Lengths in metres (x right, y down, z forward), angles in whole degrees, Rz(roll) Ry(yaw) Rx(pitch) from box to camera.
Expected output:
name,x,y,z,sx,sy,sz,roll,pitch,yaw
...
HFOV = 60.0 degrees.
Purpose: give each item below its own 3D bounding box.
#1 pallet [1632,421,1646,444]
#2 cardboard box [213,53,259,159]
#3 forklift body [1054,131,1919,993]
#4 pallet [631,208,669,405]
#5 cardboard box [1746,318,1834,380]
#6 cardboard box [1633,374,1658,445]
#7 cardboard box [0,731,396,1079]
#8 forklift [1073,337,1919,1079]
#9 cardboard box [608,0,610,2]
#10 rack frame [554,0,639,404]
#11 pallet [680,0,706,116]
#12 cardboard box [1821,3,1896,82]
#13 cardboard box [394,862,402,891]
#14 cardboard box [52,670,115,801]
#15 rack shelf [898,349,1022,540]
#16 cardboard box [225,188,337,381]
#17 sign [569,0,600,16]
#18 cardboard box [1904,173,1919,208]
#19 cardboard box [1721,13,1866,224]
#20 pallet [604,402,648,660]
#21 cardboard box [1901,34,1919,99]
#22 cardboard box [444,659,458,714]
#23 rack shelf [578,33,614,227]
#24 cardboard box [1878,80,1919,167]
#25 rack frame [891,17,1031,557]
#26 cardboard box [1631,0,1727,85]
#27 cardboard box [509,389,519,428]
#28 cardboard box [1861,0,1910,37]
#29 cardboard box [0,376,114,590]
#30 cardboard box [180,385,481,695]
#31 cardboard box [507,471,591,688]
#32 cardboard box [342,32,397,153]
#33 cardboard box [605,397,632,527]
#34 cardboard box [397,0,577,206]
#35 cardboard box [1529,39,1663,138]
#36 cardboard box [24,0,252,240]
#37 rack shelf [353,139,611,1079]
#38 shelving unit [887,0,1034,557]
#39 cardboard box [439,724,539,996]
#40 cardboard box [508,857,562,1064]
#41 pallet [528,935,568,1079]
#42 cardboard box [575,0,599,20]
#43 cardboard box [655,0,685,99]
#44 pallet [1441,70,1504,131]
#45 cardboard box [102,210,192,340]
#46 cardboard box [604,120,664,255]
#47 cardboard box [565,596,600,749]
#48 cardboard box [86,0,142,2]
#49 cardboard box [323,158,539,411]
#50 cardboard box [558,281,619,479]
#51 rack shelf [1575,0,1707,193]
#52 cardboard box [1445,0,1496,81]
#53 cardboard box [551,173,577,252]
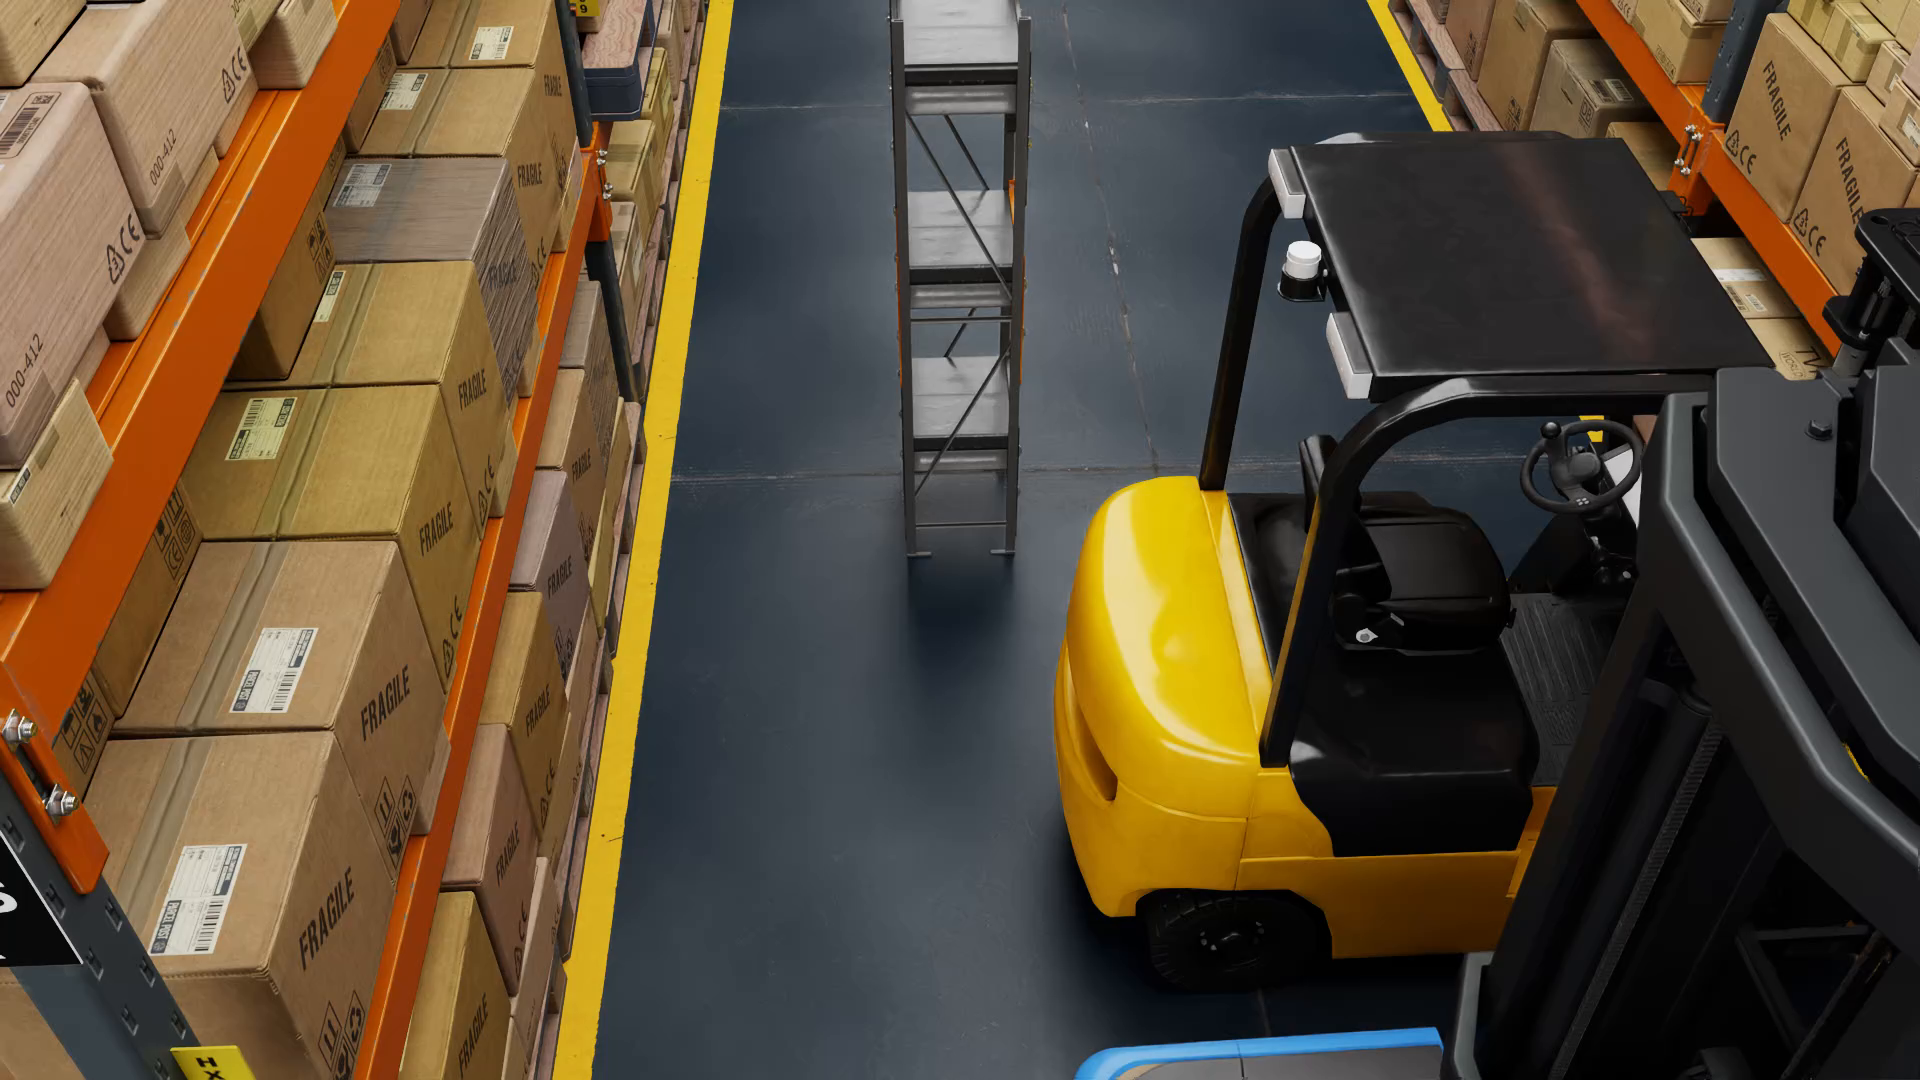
name,x,y,z,sx,sy,sz,roll,pitch,yaw
pallet,3.162,-0.103,6.206,1.003,0.211,1.213,-2,43,-2
cardboard box,-1.437,-0.770,2.836,0.380,0.149,0.250,-3,43,-3
forklift body,1.436,0.117,4.531,2.313,2.155,1.214,-2,43,-2
pallet,-1.824,-1.022,7.208,1.003,0.211,1.213,-2,43,-2
cardboard box,2.888,-0.498,5.557,0.500,0.250,0.500,-2,43,-2
cardboard box,2.859,-0.474,6.271,0.500,0.250,0.500,-1,43,-1
cardboard box,-1.363,0.702,2.970,0.500,0.500,0.500,-2,43,-2
forklift,1.761,1.041,2.946,3.031,2.935,1.130,-3,43,-3
cardboard box,-1.499,-2.137,6.237,0.380,0.149,0.250,-1,43,-1
rack frame,-1.789,-1.524,5.693,1.000,3.000,0.127,-2,43,-2
pallet,-1.928,-2.669,9.005,1.003,0.211,1.213,-2,43,-2
cardboard box,2.933,-1.547,5.164,0.380,0.149,0.250,-1,43,-1
cardboard box,-1.382,0.682,3.472,0.380,0.149,0.250,-3,43,-3
cardboard box,-1.859,0.323,2.644,0.700,0.500,0.500,-3,43,-3
rack shelf,-0.007,-0.360,6.145,0.431,0.518,0.480,-2,43,-2
cardboard box,-1.880,-0.701,3.761,0.700,0.500,0.500,-2,43,-2
sign,-1.248,-1.864,5.423,0.100,0.325,0.005,-2,43,-2
cardboard box,2.989,-0.706,4.726,0.500,0.500,0.500,-2,43,-2
cardboard box,2.928,-1.399,5.482,0.500,0.500,0.500,-3,43,-3
pallet,-1.726,-0.044,6.141,1.003,0.211,1.213,-2,43,-2
cardboard box,2.916,-1.308,4.683,0.380,0.149,0.250,-1,43,-1
cardboard box,-1.392,0.336,3.849,0.380,0.149,0.250,-1,43,-1
rack shelf,-1.874,-2.609,7.409,1.077,0.370,4.000,-2,43,-2
cardboard box,2.908,-1.204,4.789,0.380,0.149,0.250,-1,43,-1
rack frame,0.003,-0.721,5.483,0.400,2.100,0.015,-2,43,-2
cardboard box,2.887,-1.946,6.264,0.500,0.250,0.500,-1,43,-1
cardboard box,-1.444,-0.364,4.613,0.380,0.149,0.250,-2,43,-3
cardboard box,3.006,-1.657,5.064,0.380,0.149,0.250,-1,43,-1
cardboard box,-1.309,-0.070,2.072,0.380,0.149,0.250,-2,43,-2
cardboard box,-1.411,0.009,3.727,0.500,0.500,0.500,-2,43,-3
cardboard box,-1.450,0.138,5.049,0.500,0.500,0.500,0,43,0
cardboard box,-1.988,-1.390,4.513,0.700,0.500,0.500,-1,43,-2
cardboard box,-1.496,-0.274,6.053,0.500,0.250,0.500,0,43,0
cardboard box,-1.522,-1.378,5.239,0.500,0.500,0.500,-3,43,-3
cardboard box,3.111,-1.824,7.467,0.875,0.625,0.625,-2,43,-2
cardboard box,-1.386,-0.671,2.433,0.500,0.250,0.500,-2,43,-2
rack shelf,-1.704,0.091,4.463,1.077,0.370,4.000,-2,43,-2
shelving unit,-0.007,-0.886,5.662,0.431,2.100,0.503,-2,43,-2
cardboard box,-1.406,0.837,4.286,0.500,0.500,0.500,-3,43,-3
cardboard box,-1.392,1.138,4.513,0.500,0.250,0.500,0,43,0
pallet,-1.622,1.604,4.344,1.003,0.211,1.213,-2,43,-2
cardboard box,-1.523,-2.150,5.771,0.500,0.500,0.500,-1,43,-1
cardboard box,-1.906,-2.531,8.425,0.950,0.372,0.625,-2,43,-3
pallet,3.045,-1.963,8.235,1.003,0.211,1.213,-2,43,-2
cardboard box,-1.387,-0.425,2.459,0.380,0.149,0.250,-1,43,-1
cardboard box,-1.848,-1.549,7.354,0.950,0.372,0.625,1,43,1
cardboard box,-1.446,0.429,5.286,0.500,0.250,0.500,-1,43,-1
cardboard box,-1.343,-0.888,2.375,0.380,0.149,0.250,-2,43,-2
cardboard box,-1.467,-0.680,4.478,0.500,0.500,0.500,-1,43,-1
cardboard box,-1.496,-0.550,5.799,0.500,0.500,0.500,-2,43,-2
rack shelf,3.085,-2.754,7.567,1.077,0.370,4.000,-2,43,-2
cardboard box,3.048,-2.786,8.517,0.875,0.625,0.625,0,43,0
cardboard box,-1.454,-1.055,5.367,0.380,0.149,0.250,-1,43,-1
